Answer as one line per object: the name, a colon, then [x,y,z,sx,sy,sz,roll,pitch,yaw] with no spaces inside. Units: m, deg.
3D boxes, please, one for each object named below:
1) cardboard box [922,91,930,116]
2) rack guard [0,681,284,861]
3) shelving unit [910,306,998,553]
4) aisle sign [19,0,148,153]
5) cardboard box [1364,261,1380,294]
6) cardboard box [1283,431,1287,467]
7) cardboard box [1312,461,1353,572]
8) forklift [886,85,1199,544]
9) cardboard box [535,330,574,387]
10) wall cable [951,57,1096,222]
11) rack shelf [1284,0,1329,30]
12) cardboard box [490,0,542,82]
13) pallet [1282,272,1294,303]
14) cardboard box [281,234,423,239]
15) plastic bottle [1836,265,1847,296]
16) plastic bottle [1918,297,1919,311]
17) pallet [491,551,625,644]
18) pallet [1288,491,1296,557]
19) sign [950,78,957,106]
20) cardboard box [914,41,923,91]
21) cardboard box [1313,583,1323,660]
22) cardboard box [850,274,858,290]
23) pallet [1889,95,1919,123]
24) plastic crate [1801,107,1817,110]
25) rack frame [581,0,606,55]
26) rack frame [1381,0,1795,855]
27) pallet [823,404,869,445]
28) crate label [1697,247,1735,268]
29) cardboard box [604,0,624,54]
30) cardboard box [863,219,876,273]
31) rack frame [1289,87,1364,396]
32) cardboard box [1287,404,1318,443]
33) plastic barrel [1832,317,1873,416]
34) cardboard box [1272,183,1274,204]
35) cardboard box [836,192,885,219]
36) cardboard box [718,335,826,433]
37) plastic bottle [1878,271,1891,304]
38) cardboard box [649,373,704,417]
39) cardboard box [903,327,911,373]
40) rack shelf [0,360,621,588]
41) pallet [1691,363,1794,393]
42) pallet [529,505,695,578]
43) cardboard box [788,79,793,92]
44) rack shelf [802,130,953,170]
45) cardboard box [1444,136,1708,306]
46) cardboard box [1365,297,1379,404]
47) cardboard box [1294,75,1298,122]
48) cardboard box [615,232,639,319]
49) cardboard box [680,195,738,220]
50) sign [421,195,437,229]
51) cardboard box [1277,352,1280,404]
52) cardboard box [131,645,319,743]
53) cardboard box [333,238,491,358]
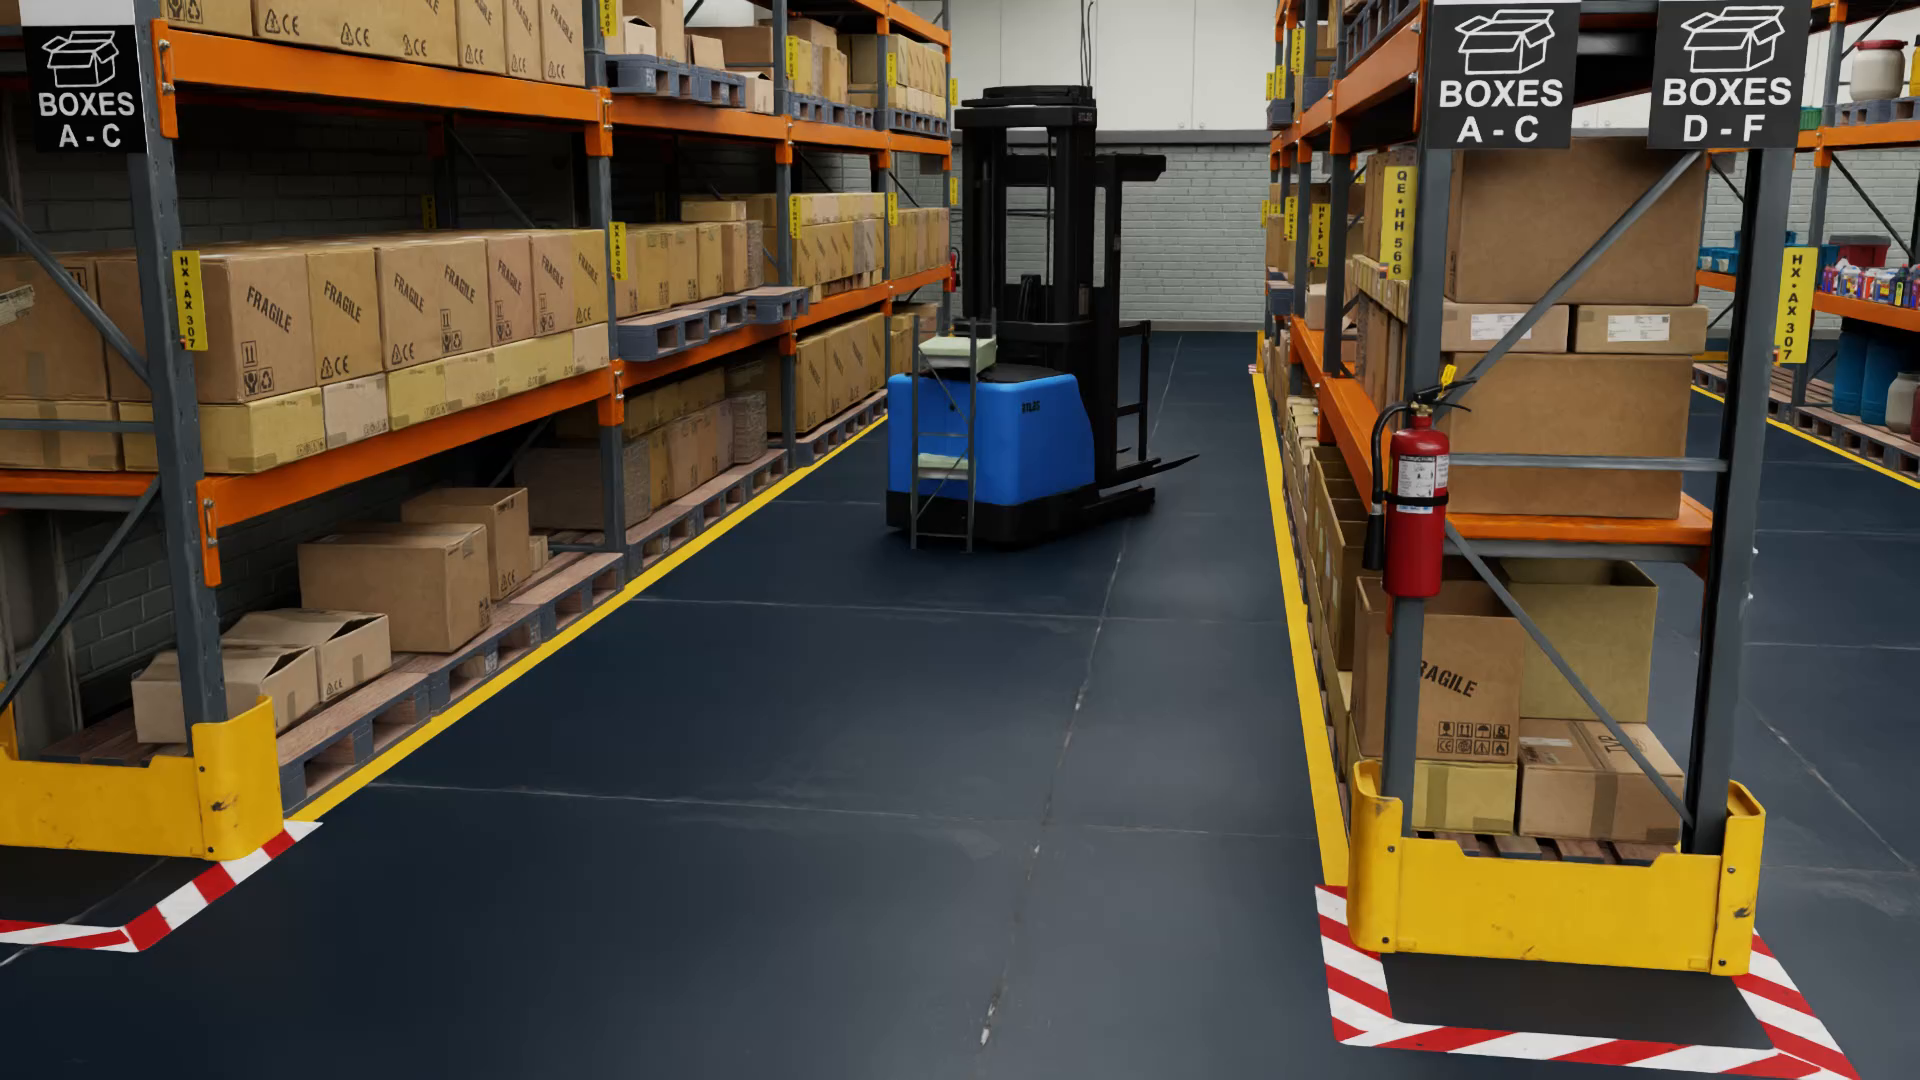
cardboard box: [-0.621,-4.983,18.999,0.500,0.250,0.500,2,12,7]
rack guard: [-3.065,0.823,5.989,1.175,0.500,0.348,2,12,9]
shelving unit: [-0.036,-0.737,10.843,0.431,1.500,0.755,3,13,10]
aisle sign: [-2.791,-1.630,5.264,0.394,0.787,0.004,2,12,9]
cardboard box: [2.086,-1.212,7.720,0.380,0.149,0.250,2,12,8]
cardboard box: [2.678,-0.651,12.422,0.500,0.250,0.500,2,12,8]
cardboard box: [1.984,-0.093,8.056,0.500,0.500,0.500,2,12,9]
forklift: [0.751,-1.665,11.762,1.130,2.935,3.031,8,15,33]
cardboard box: [-2.320,-0.941,8.547,0.500,0.250,0.500,2,12,9]
wall cable: [0.607,-6.295,26.212,3.097,2.526,0.112,2,12,9]
rack shelf: [3.356,-4.691,14.056,1.077,0.370,4.000,2,12,9]
cardboard box: [-2.385,-2.523,8.176,0.500,0.500,0.500,1,12,4]
pallet: [3.343,-2.200,14.538,1.003,0.211,1.213,2,12,9]
cardboard box: [-2.906,-1.217,8.049,0.500,0.500,0.500,2,12,10]
plastic bottle: [8.045,-2.362,15.140,0.097,0.271,0.097,0,12,0]
plastic bottle: [7.759,-1.942,13.356,0.097,0.201,0.097,0,12,0]
pallet: [-2.530,0.288,9.156,1.003,0.211,1.213,2,12,9]
pallet: [2.694,-0.103,10.968,1.003,0.211,1.213,2,12,9]
sign: [-0.082,-5.554,20.611,0.100,0.325,0.005,2,12,9]
cardboard box: [-0.701,-5.245,18.431,0.500,0.500,0.500,2,12,9]
cardboard box: [1.899,0.377,7.654,0.500,0.250,0.500,2,12,9]
cardboard box: [-1.189,-2.477,15.918,0.380,0.149,0.250,2,12,9]
pallet: [8.362,-3.532,13.590,1.003,0.211,1.213,2,12,9]
plastic crate: [8.383,-4.145,16.383,0.416,0.233,0.300,2,12,9]
rack frame: [-2.462,-4.149,8.884,1.000,3.000,0.127,2,12,9]
rack frame: [1.819,-0.224,4.911,1.000,3.000,0.127,2,12,9]
pallet: [-1.461,-1.100,15.599,1.003,0.211,1.213,2,12,9]
crate label: [8.810,-3.300,19.440,0.416,0.233,0.303,2,12,9]
cardboard box: [-2.299,-3.048,9.661,0.500,0.500,0.500,4,13,17]
cardboard box: [-1.122,-2.875,16.221,0.500,0.500,0.500,2,12,9]
rack frame: [3.049,-1.889,12.639,1.000,3.000,0.127,2,12,9]
cardboard box: [2.606,-0.815,11.855,0.500,0.311,0.500,2,12,7]
plastic barrel: [8.457,-1.627,15.408,0.600,0.901,0.708,2,12,9]
cardboard box: [3.796,-3.795,18.873,0.500,0.500,0.500,2,12,9]
cardboard box: [-1.050,-3.347,16.631,0.500,0.250,0.500,2,12,10]
cardboard box: [-1.604,-1.352,14.253,0.750,0.750,0.750,2,12,8]
plastic bottle: [7.887,-2.149,14.151,0.097,0.271,0.097,0,12,0]
cardboard box: [-2.129,-1.033,11.776,0.500,0.250,0.500,2,12,8]
cardboard box: [-0.934,-2.122,18.654,0.700,0.500,0.500,2,12,8]
rack shelf: [-2.769,-0.448,7.660,1.077,0.370,4.000,2,12,9]
pallet: [9.008,-1.860,19.121,1.003,0.211,1.213,2,12,9]
pallet: [-2.343,-0.015,10.562,1.003,0.211,1.213,2,12,9]
cardboard box: [-1.799,-3.994,14.004,0.700,0.500,0.500,1,12,6]
rack shelf: [-0.924,-4.412,18.935,1.077,0.370,4.000,2,12,9]
cardboard box: [1.911,-1.015,5.264,0.700,0.500,0.500,2,12,9]
cardboard box: [2.297,-0.903,7.824,0.700,0.500,0.500,2,12,8]
cardboard box: [3.241,-3.711,13.733,0.910,0.500,0.500,2,12,9]
cardboard box: [-2.350,-1.585,9.946,0.700,0.500,0.500,2,12,9]
cardboard box: [-2.033,-2.722,13.734,0.500,0.250,0.500,2,12,10]
sign: [-3.011,-1.799,9.474,0.100,0.325,0.005,2,12,9]
cardboard box: [3.278,-1.511,15.772,0.500,0.500,0.500,2,12,9]
cardboard box: [-2.881,0.575,6.544,0.500,0.311,0.500,0,12,2]
cardboard box: [-2.467,-1.094,7.477,0.500,0.500,0.500,2,12,10]
